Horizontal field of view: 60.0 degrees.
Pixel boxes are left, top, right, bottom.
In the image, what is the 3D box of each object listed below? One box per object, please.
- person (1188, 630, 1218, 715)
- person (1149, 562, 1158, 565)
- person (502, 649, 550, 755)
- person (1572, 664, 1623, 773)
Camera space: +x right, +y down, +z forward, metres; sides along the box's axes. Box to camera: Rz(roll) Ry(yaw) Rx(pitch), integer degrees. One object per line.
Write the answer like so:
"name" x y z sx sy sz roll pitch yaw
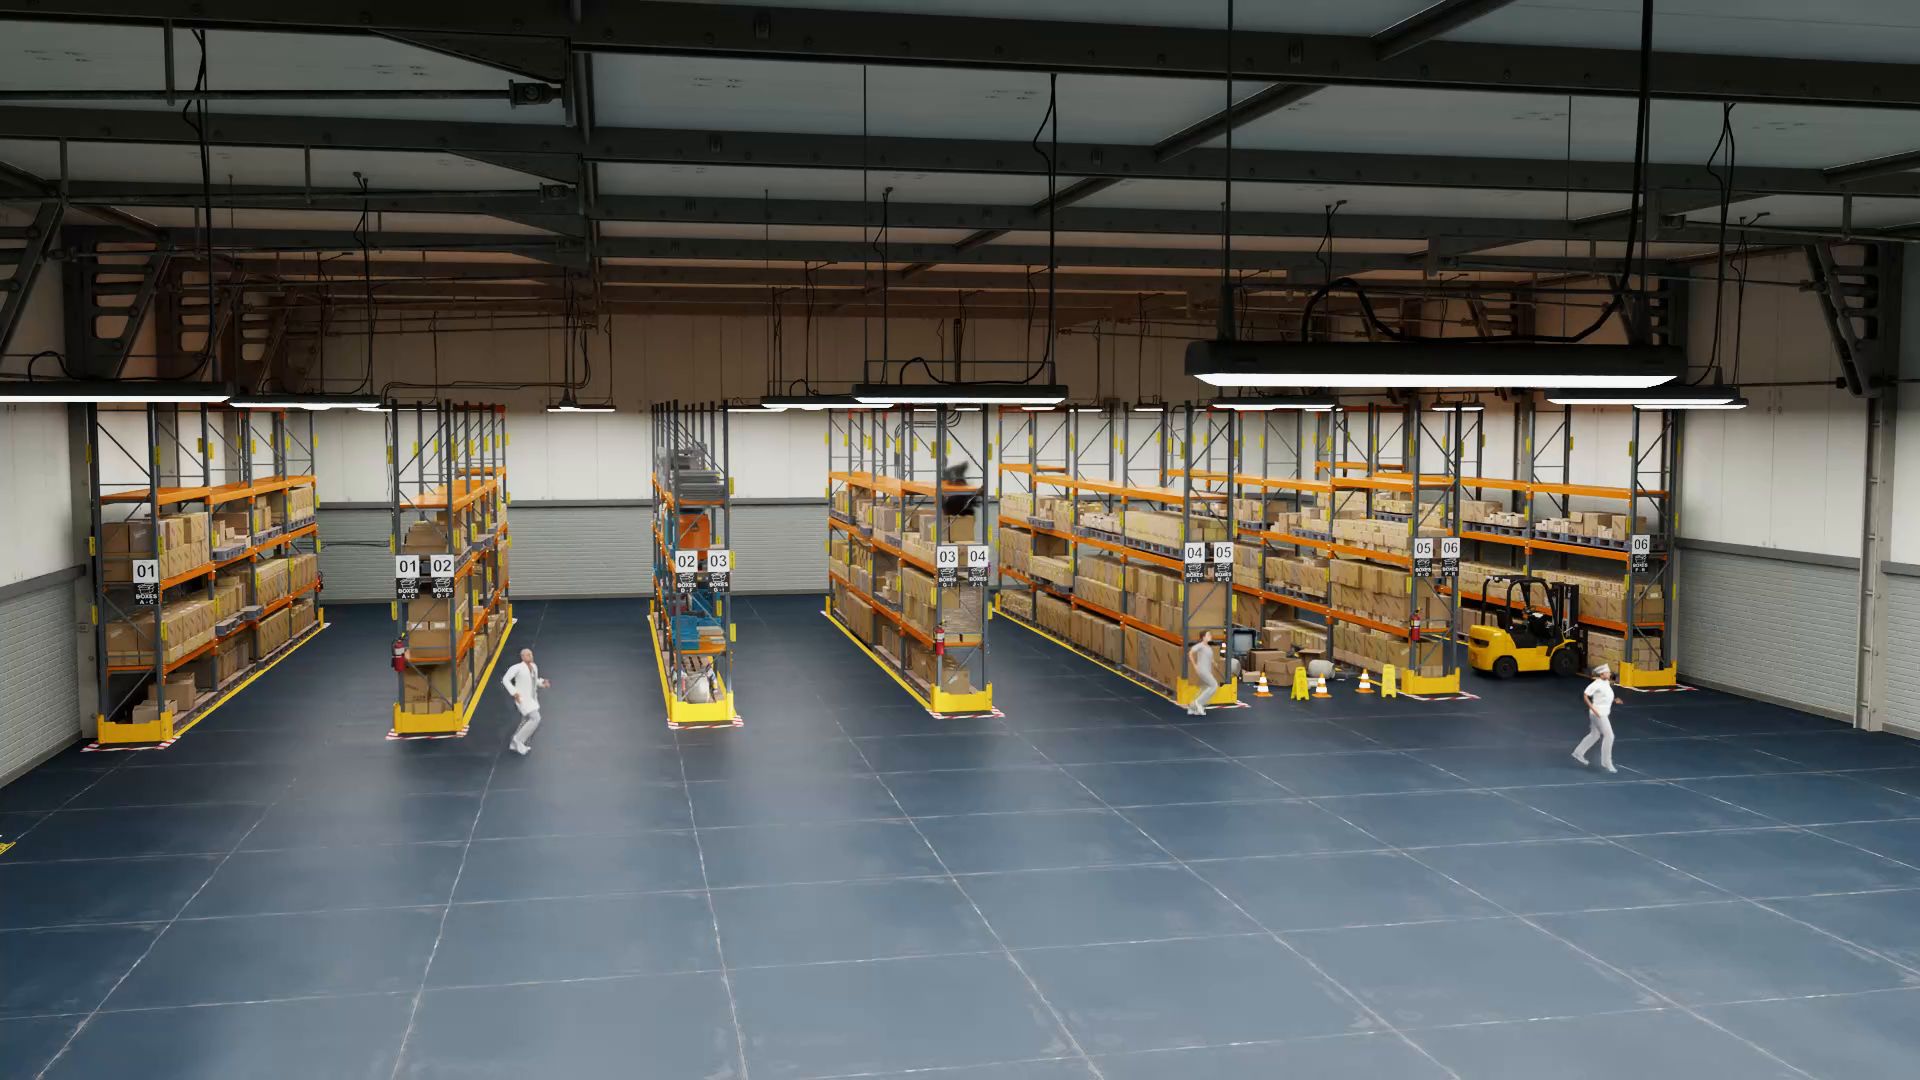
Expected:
"person" 4.656 2.511 31.661 0.594 1.611 0.578 2 5 23
"person" 5.970 0.980 51.079 0.797 1.788 0.752 1 4 15
"person" -7.292 2.727 28.150 0.716 1.777 0.677 1 5 17
"person" 10.304 2.851 26.889 0.762 1.752 0.570 3 5 34
